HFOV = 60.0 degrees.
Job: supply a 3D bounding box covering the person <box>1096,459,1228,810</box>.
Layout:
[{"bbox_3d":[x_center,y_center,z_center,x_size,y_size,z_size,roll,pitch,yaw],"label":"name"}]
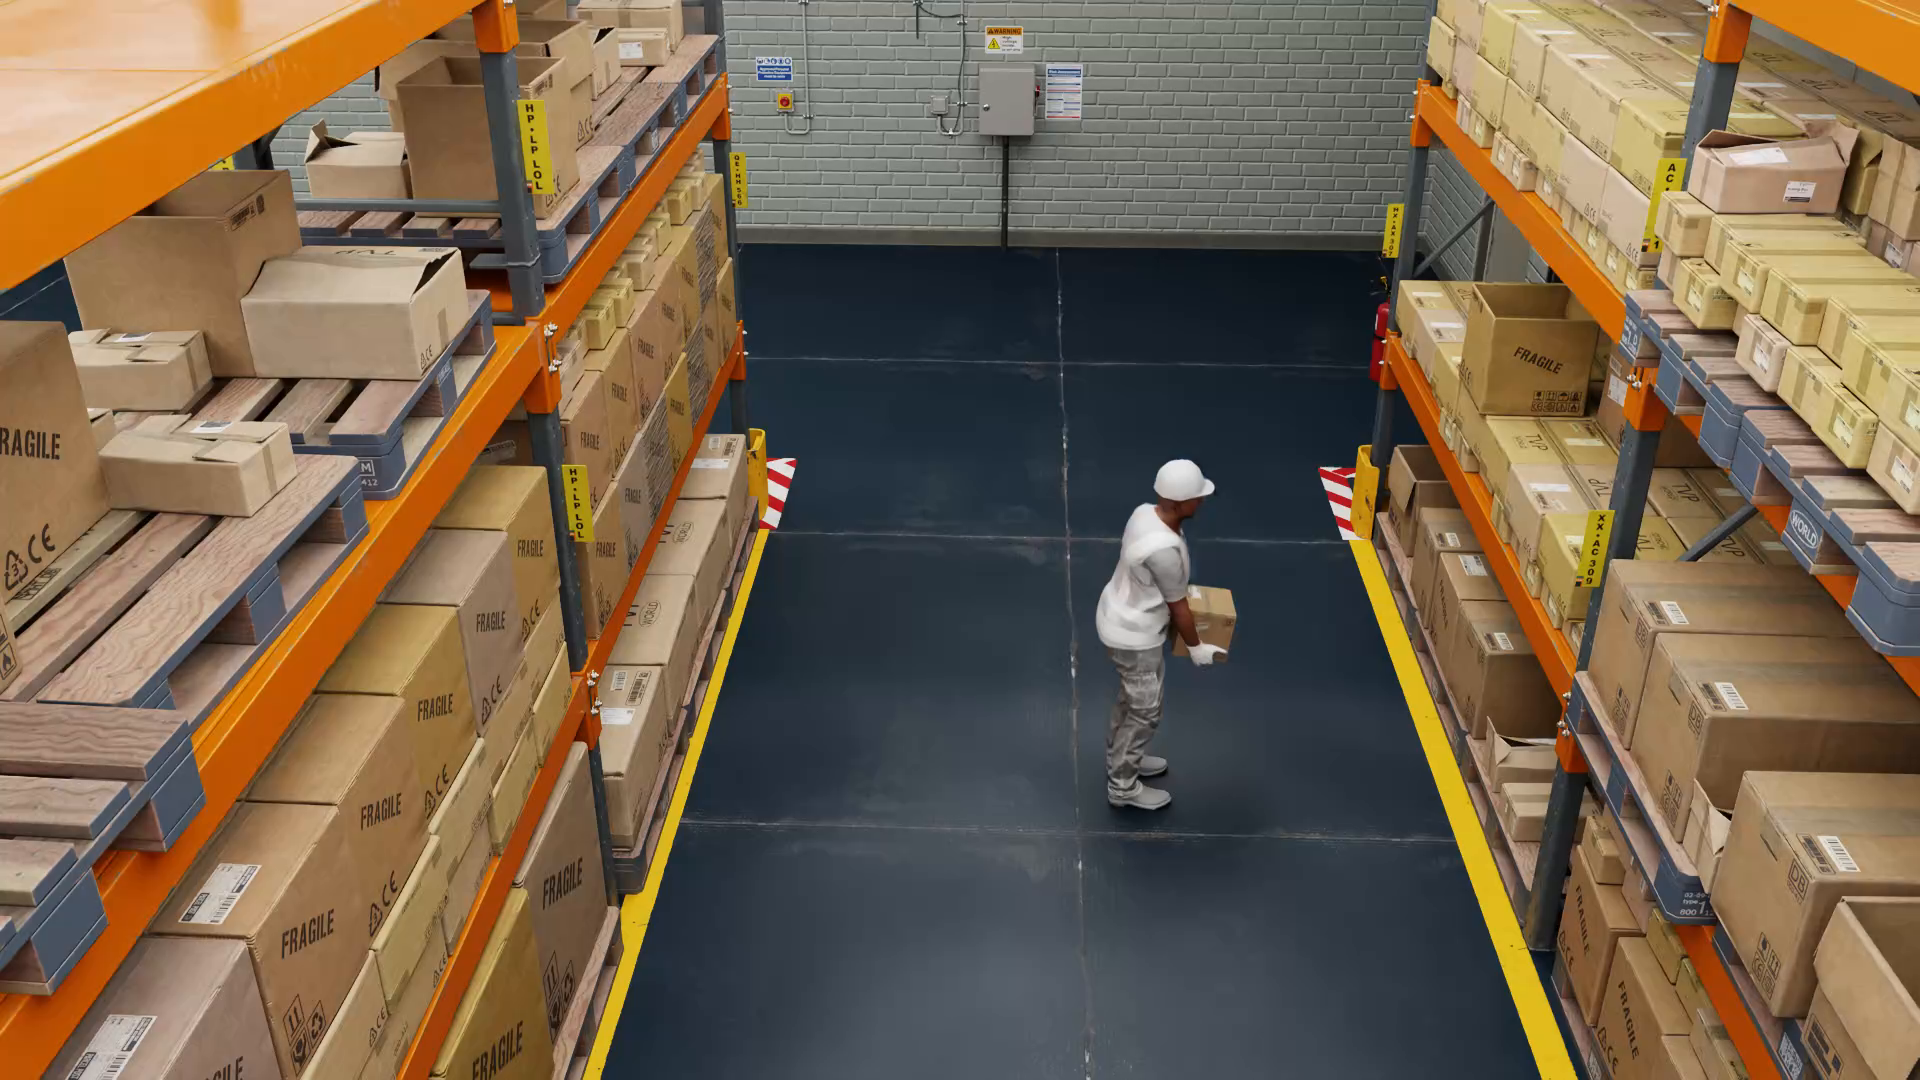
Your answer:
[{"bbox_3d":[0.940,0.426,7.810,0.604,1.761,0.487,0,28,1],"label":"person"}]
